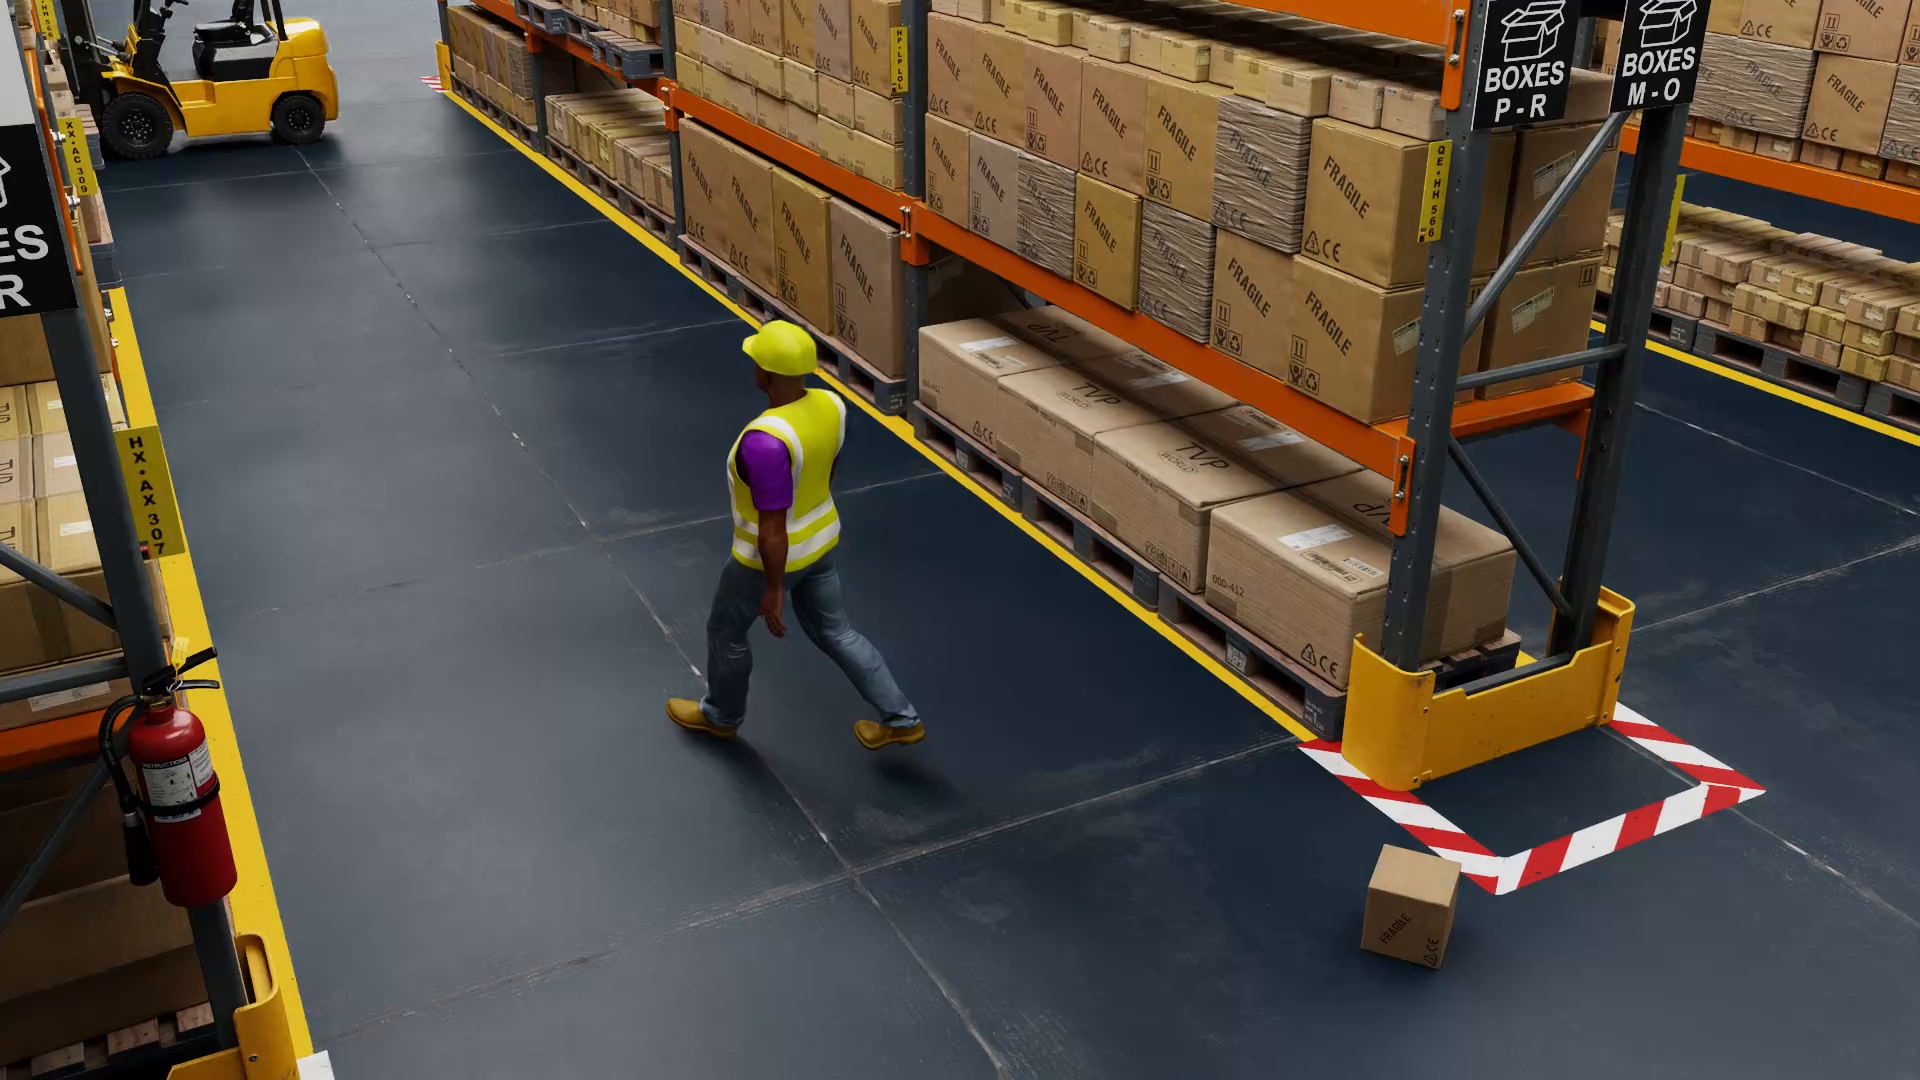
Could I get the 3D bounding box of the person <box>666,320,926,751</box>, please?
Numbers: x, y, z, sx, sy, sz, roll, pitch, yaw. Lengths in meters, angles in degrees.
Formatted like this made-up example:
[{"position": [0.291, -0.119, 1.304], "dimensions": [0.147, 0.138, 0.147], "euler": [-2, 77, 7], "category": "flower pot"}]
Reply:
[{"position": [-0.635, 0.012, 6.072], "dimensions": [1.054, 1.722, 0.602], "euler": [15, 29, 29], "category": "person"}]
